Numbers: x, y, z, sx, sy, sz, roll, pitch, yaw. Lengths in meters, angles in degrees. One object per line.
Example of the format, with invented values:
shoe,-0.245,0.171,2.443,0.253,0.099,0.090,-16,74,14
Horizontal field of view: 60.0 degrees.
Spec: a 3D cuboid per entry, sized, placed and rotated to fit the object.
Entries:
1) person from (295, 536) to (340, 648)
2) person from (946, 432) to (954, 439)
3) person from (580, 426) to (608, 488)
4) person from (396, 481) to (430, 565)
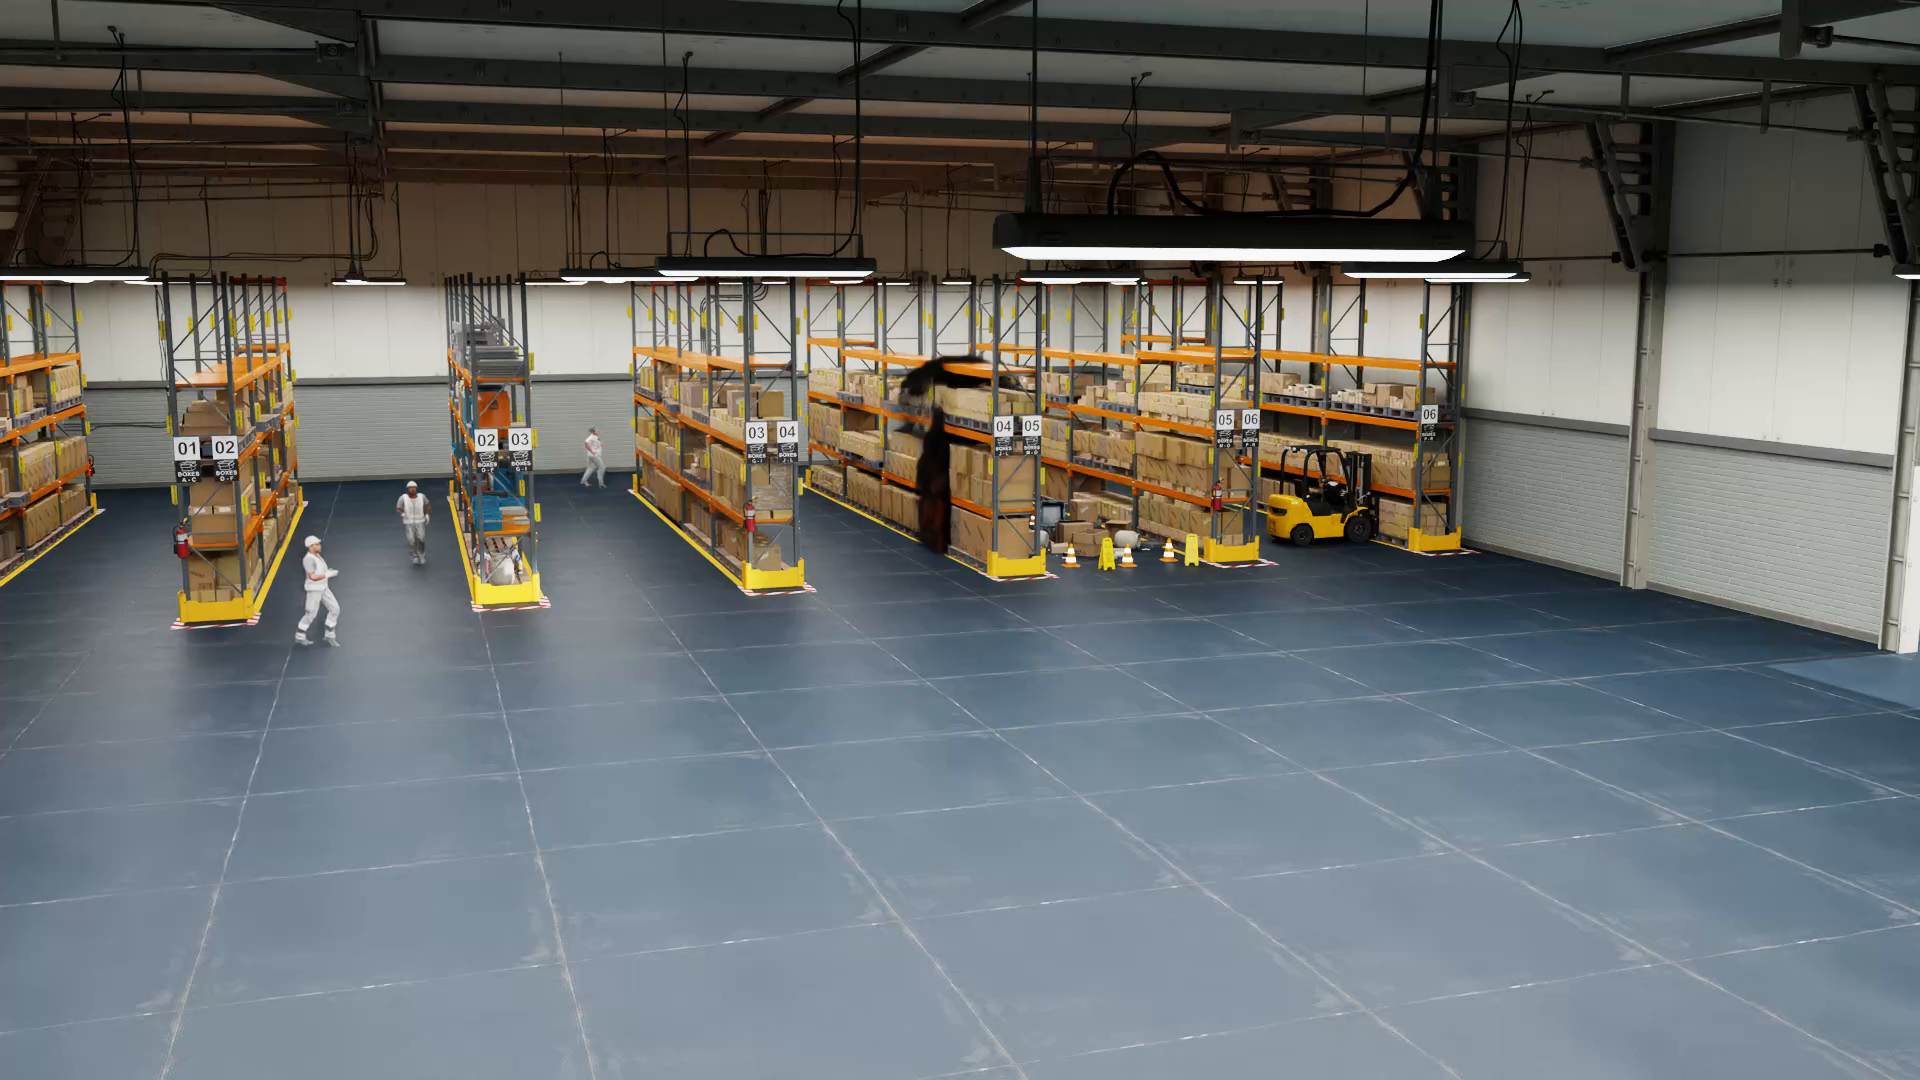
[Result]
person,-10.270,0.844,26.572,0.776,1.842,0.641,1,9,4
person,-0.313,-2.742,51.108,0.569,1.566,0.579,-1,9,-4
person,-10.561,-2.383,48.035,0.789,1.854,0.642,-3,9,-17
person,-11.327,-0.341,34.501,0.674,1.761,0.643,-3,9,-19
